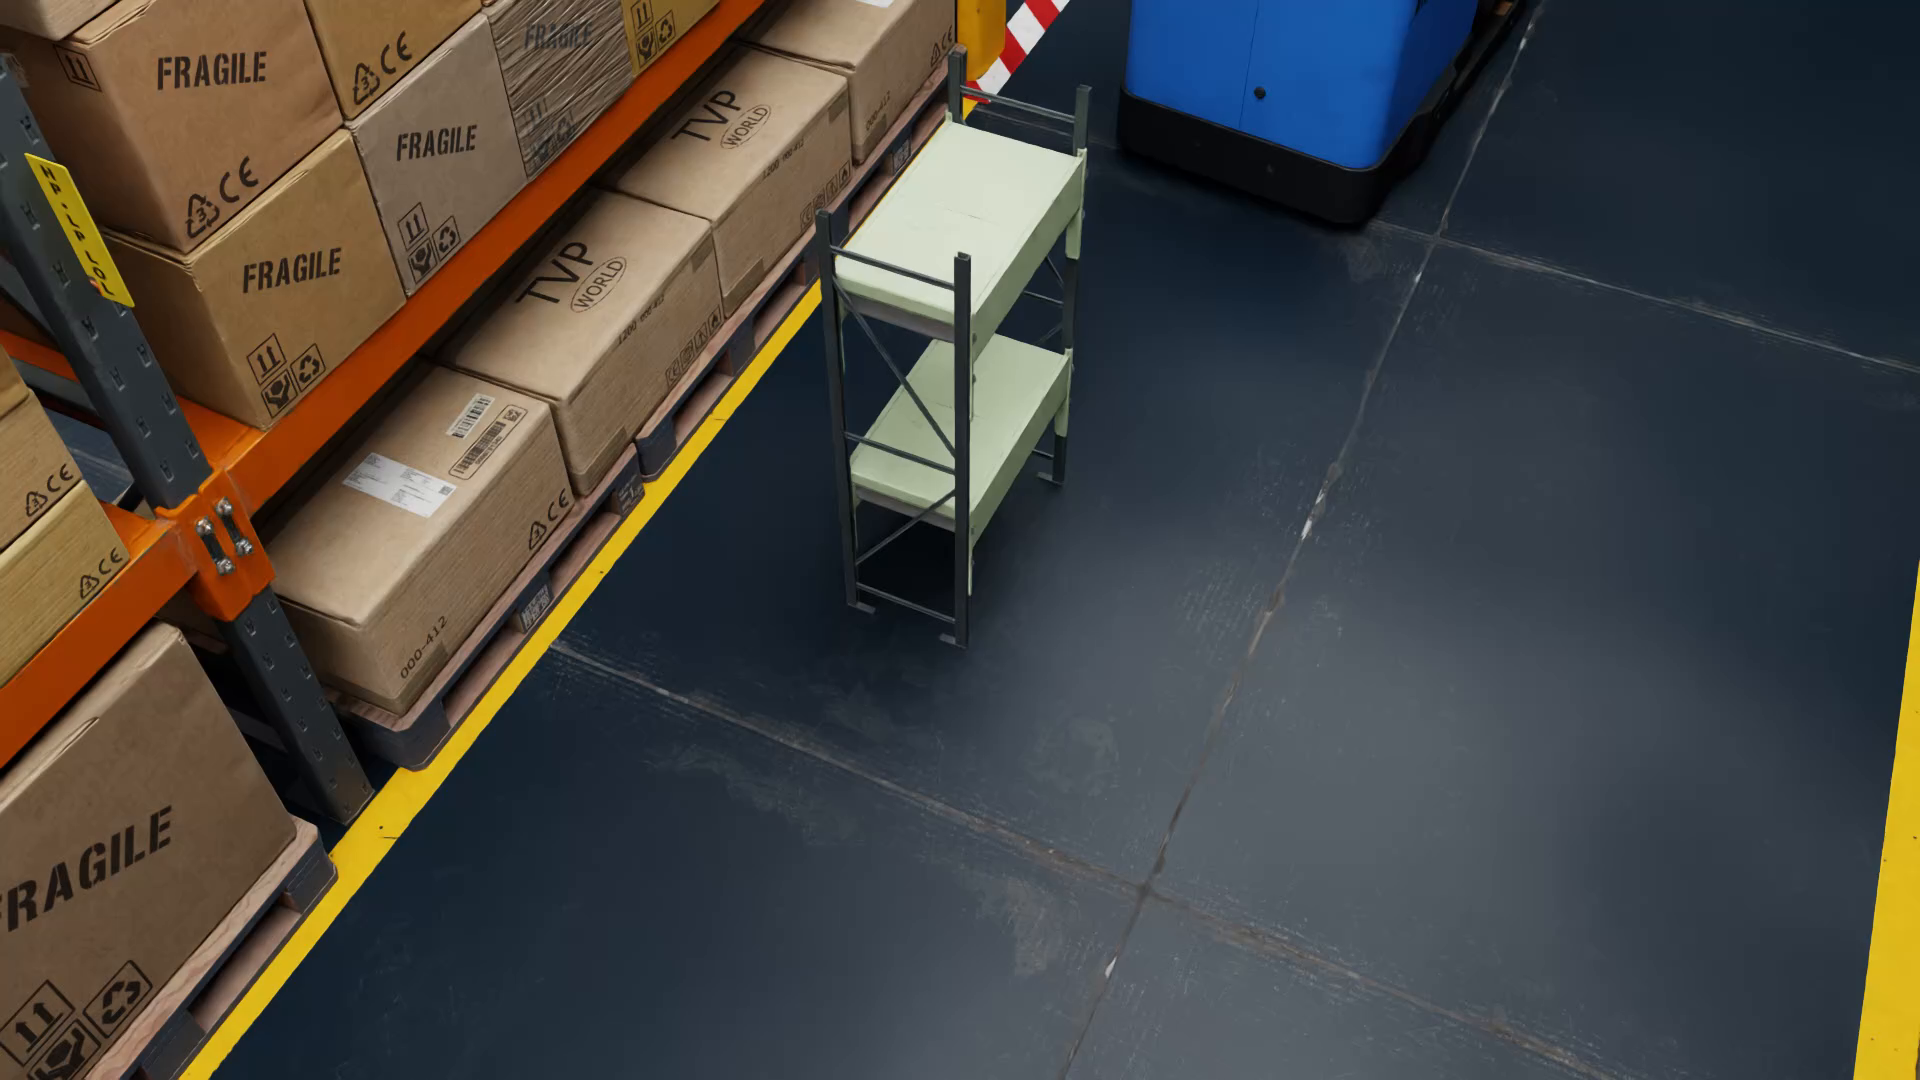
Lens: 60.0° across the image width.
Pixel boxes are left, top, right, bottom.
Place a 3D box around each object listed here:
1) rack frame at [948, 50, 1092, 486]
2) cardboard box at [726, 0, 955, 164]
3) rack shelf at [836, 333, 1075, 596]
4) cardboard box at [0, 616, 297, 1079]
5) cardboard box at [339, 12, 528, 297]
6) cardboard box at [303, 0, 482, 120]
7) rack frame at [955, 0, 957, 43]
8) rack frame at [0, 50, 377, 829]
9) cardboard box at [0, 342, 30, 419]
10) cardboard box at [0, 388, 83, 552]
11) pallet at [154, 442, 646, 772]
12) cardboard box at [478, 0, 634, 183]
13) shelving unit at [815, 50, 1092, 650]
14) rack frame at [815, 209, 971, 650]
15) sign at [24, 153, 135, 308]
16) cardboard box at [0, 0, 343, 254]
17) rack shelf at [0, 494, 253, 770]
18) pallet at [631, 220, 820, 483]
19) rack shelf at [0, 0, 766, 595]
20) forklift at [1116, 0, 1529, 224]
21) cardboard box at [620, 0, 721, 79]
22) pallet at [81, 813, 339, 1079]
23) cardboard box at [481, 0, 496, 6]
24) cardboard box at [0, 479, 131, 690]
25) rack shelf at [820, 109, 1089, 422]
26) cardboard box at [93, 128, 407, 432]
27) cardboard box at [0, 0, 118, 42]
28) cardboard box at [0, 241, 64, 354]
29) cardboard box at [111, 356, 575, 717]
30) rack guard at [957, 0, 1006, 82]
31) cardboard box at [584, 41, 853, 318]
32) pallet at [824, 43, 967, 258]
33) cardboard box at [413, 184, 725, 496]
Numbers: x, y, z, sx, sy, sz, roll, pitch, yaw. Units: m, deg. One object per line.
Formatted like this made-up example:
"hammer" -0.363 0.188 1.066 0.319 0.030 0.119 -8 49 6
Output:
"rack frame" 0.154 -0.733 4.889 0.400 1.500 0.023 20 52 16
"cardboard box" -0.591 -1.957 6.352 0.875 0.438 0.875 18 52 15
"rack shelf" -0.003 -0.270 4.923 0.431 0.370 0.720 20 52 16
"cardboard box" -2.301 0.621 3.871 0.875 0.875 0.875 21 53 17
"cardboard box" -1.453 -1.000 4.065 0.500 0.500 0.500 20 53 16
"cardboard box" -1.465 -1.335 3.695 0.500 0.500 0.500 19 52 16
"rack frame" -0.400 -3.138 5.951 1.000 3.000 0.127 20 52 16
"rack frame" -2.109 -0.384 3.607 1.000 3.000 0.127 20 52 16
"cardboard box" -2.073 -0.351 2.857 0.500 0.500 0.500 21 53 17
"cardboard box" -2.077 -0.115 3.148 0.500 0.250 0.500 20 52 16
"pallet" -1.713 0.021 5.093 1.003 0.211 1.213 20 52 16
"cardboard box" -1.235 -1.340 4.355 0.500 0.500 0.500 20 53 16
"shelving unit" -0.003 -0.481 4.675 0.431 1.500 0.755 20 52 16
"rack frame" -0.159 -0.229 4.460 0.400 1.500 0.023 20 52 16
"sign" -1.614 -0.564 3.052 0.100 0.325 0.005 20 52 16
"cardboard box" -1.686 -0.990 3.400 0.500 0.500 0.500 20 53 16
"rack shelf" -2.963 1.226 2.709 1.077 0.370 4.000 20 52 16
"pallet" -1.193 -0.822 5.811 1.003 0.211 1.213 20 52 16
"rack shelf" -1.254 -1.528 5.053 1.077 0.370 4.000 20 52 16
"forklift" 1.800 -3.235 6.078 1.130 2.935 3.031 25 54 19
"cardboard box" -1.014 -1.695 4.657 0.500 0.500 0.500 21 53 17
"pallet" -2.370 1.075 4.196 1.003 0.211 1.213 20 52 16
"cardboard box" -1.236 -1.684 3.992 0.500 0.500 0.500 21 53 17
"cardboard box" -2.072 0.055 3.332 0.500 0.250 0.500 19 52 15
"rack shelf" -0.003 -0.734 4.378 0.431 0.370 0.720 20 52 16
"cardboard box" -1.672 -0.654 3.772 0.500 0.500 0.500 21 53 17
"cardboard box" -1.739 -1.084 3.054 0.380 0.149 0.250 19 52 16
"cardboard box" -2.142 -0.819 3.912 0.500 0.500 0.500 20 53 16
"cardboard box" -1.744 -0.087 4.761 0.875 0.438 0.875 19 52 16
"rack guard" -0.390 -2.345 6.917 1.175 0.500 0.348 20 52 16
"cardboard box" -0.975 -1.324 5.814 0.875 0.438 0.875 21 53 17
"pallet" -0.671 -1.659 6.523 1.003 0.211 1.213 20 52 16
"cardboard box" -1.362 -0.704 5.286 0.875 0.438 0.875 18 52 15
